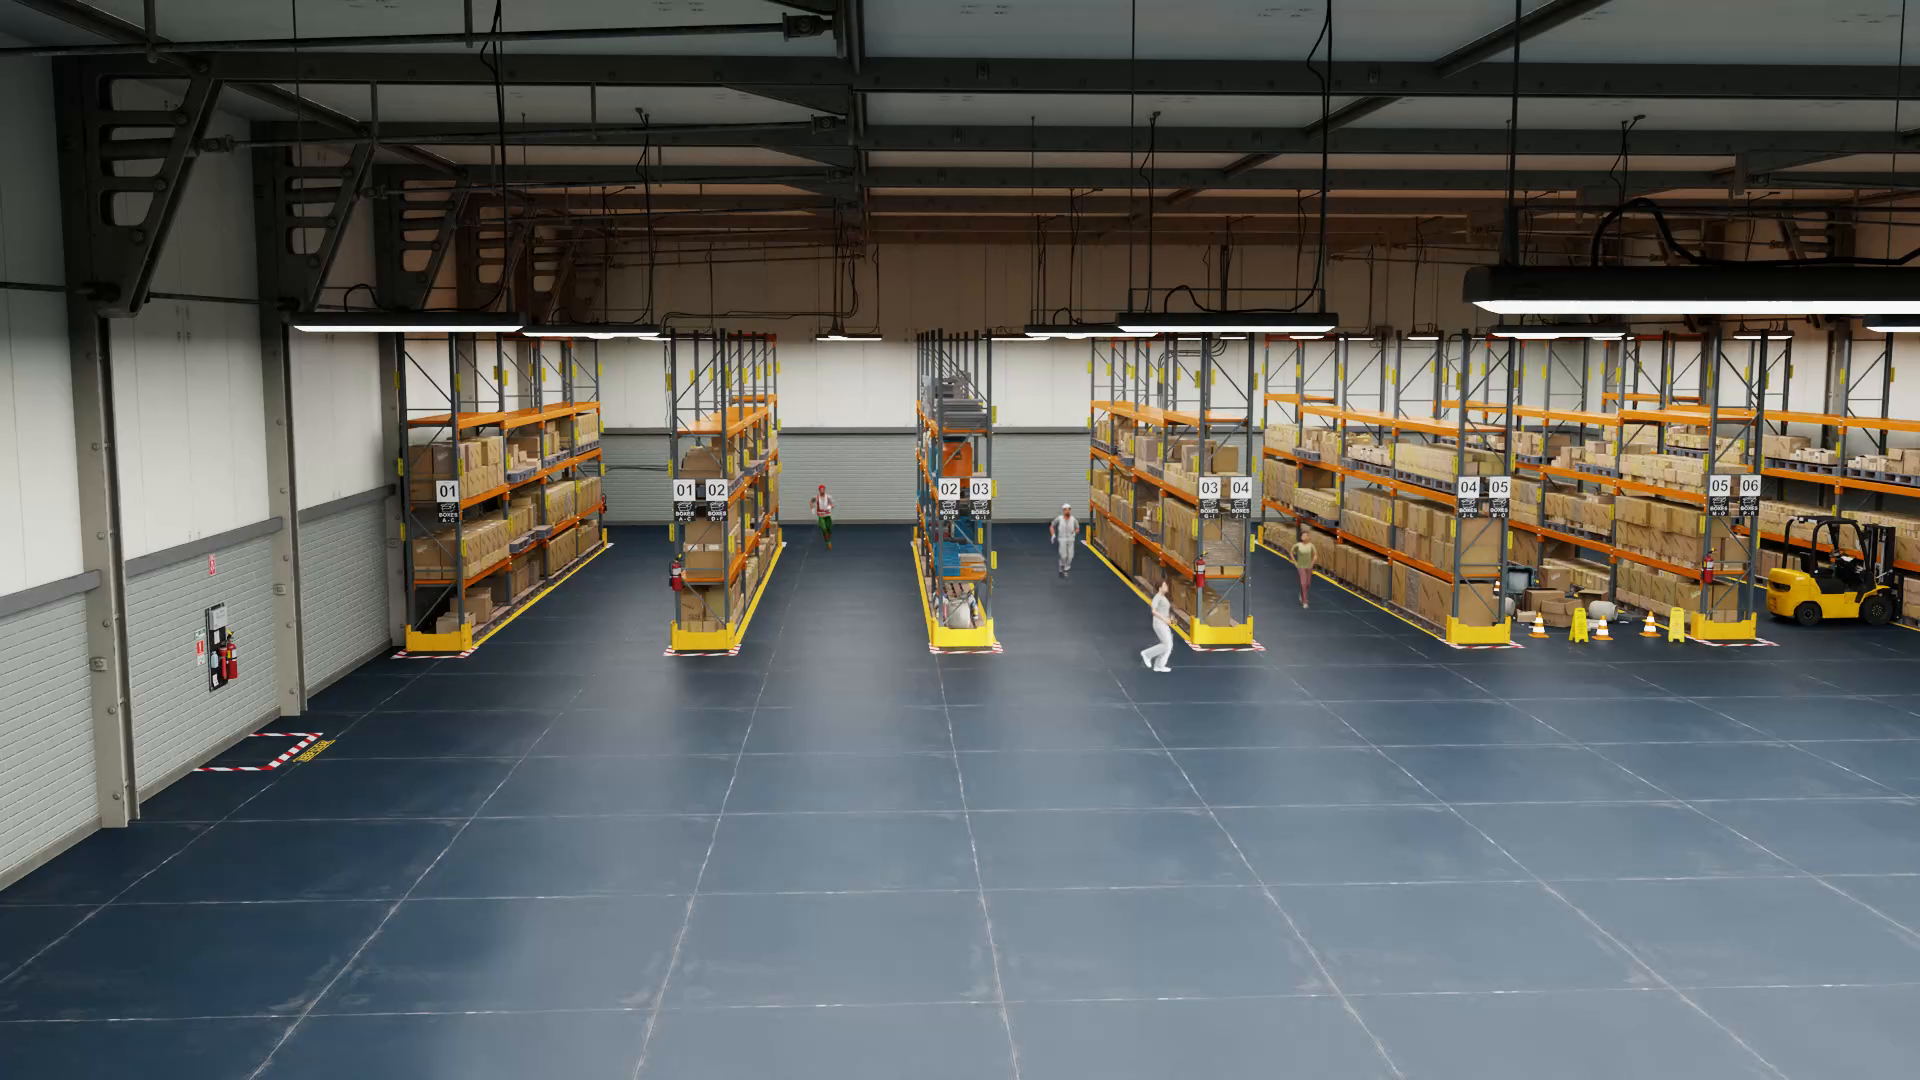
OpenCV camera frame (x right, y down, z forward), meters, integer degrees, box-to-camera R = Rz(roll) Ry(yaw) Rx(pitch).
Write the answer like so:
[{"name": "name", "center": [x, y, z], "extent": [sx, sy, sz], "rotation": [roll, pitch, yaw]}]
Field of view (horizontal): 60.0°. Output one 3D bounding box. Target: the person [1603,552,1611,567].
[{"name": "person", "center": [16.168, -0.009, 41.387], "extent": [0.580, 1.678, 0.919], "rotation": [-1, 7, -5]}]

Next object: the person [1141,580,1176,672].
[{"name": "person", "center": [3.475, 1.502, 29.086], "extent": [0.558, 1.605, 0.548], "rotation": [2, 7, 18]}]

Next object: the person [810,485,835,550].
[{"name": "person", "center": [-3.834, -0.661, 46.536], "extent": [0.668, 1.783, 0.993], "rotation": [-2, 7, -14]}]

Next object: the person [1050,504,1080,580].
[{"name": "person", "center": [2.440, 0.058, 38.186], "extent": [0.664, 1.763, 0.603], "rotation": [-1, 7, -9]}]

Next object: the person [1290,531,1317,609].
[{"name": "person", "center": [7.524, 0.623, 36.406], "extent": [0.586, 1.670, 0.828], "rotation": [0, 7, -3]}]
